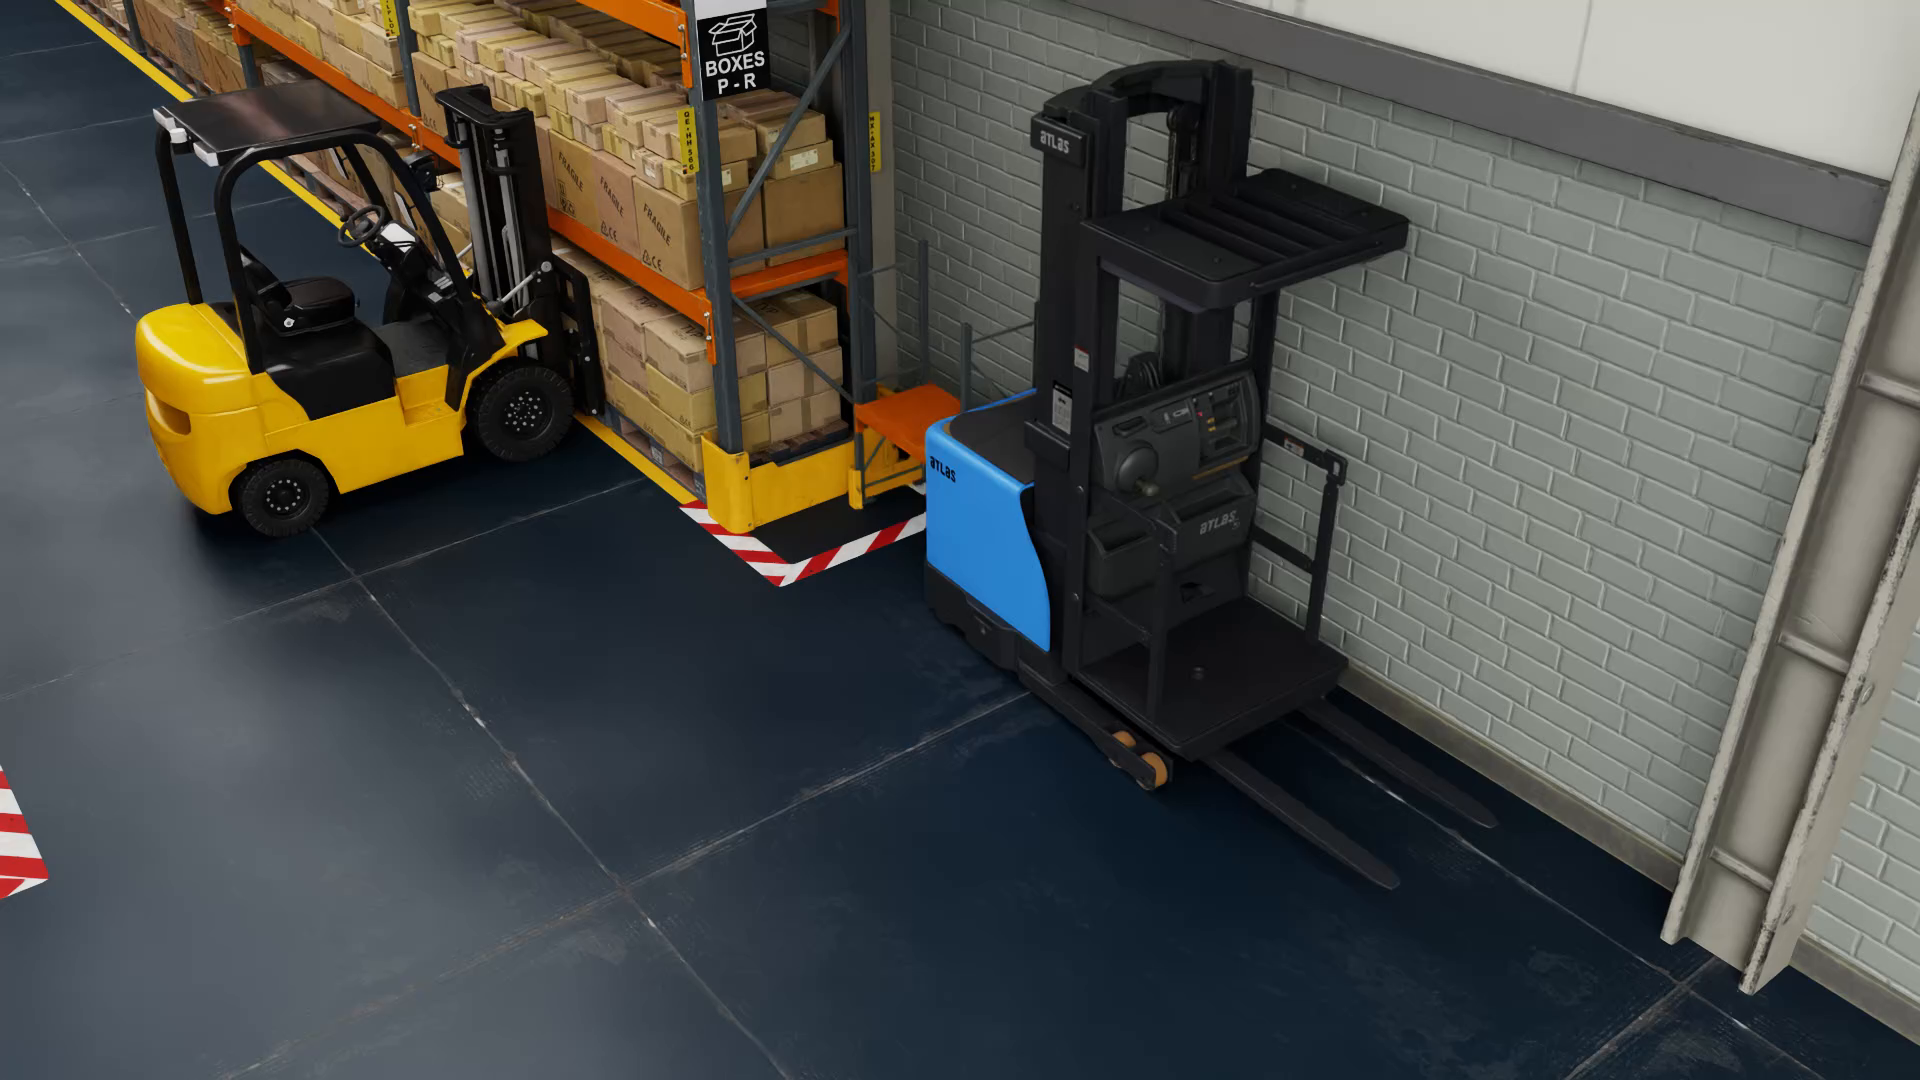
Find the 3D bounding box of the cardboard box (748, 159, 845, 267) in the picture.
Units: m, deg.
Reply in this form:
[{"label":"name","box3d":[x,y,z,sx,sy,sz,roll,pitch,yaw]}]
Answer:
[{"label":"cardboard box","box3d":[-0.998,-1.904,9.377,0.500,0.500,0.500,-21,37,-30]}]

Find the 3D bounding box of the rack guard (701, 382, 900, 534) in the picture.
[{"label":"rack guard","box3d":[-0.898,-0.493,9.570,1.175,0.500,0.348,-22,38,-31]}]

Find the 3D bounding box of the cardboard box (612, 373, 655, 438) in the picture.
[{"label":"cardboard box","box3d":[-1.748,-0.879,10.031,0.500,0.250,0.500,-22,38,-31]}]

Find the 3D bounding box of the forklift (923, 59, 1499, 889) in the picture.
[{"label":"forklift","box3d":[1.087,-0.419,7.147,1.130,2.935,3.031,-21,38,-30]}]

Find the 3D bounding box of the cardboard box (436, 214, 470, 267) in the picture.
[{"label":"cardboard box","box3d":[-3.313,-2.153,11.608,0.500,0.250,0.500,-22,38,-32]}]

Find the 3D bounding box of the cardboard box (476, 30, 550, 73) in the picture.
[{"label":"cardboard box","box3d":[-2.752,-3.024,10.285,0.380,0.149,0.250,-23,39,-32]}]

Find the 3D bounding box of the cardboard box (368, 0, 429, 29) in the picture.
[{"label":"cardboard box","box3d":[-3.923,-3.722,11.691,0.380,0.149,0.250,-23,38,-32]}]

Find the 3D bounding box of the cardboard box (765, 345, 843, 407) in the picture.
[{"label":"cardboard box","box3d":[-1.037,-1.051,9.833,0.500,0.250,0.500,-21,38,-31]}]

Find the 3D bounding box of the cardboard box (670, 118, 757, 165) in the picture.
[{"label":"cardboard box","box3d":[-1.299,-2.090,8.781,0.380,0.149,0.250,-22,38,-31]}]

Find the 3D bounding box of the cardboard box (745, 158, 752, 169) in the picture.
[{"label":"cardboard box","box3d":[-1.118,-2.191,9.224,0.380,0.149,0.250,-22,38,-31]}]

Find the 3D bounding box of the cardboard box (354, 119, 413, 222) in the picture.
[{"label":"cardboard box","box3d":[-4.165,-2.941,12.995,0.875,0.625,0.625,-23,38,-32]}]

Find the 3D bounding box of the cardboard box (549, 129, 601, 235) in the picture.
[{"label":"cardboard box","box3d":[-2.048,-2.160,9.790,0.500,0.500,0.500,-23,39,-32]}]

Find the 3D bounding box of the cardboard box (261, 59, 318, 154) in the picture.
[{"label":"cardboard box","box3d":[-5.447,-3.804,14.385,0.875,0.625,0.625,-21,38,-30]}]

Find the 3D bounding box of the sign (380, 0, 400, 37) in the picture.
[{"label":"sign","box3d":[-3.789,-3.511,11.037,0.100,0.325,0.005,-22,38,-31]}]

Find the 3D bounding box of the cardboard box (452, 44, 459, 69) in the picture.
[{"label":"cardboard box","box3d":[-3.036,-3.125,10.729,0.380,0.149,0.250,-22,38,-31]}]

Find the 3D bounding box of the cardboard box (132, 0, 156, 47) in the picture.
[{"label":"cardboard box","box3d":[-8.153,-5.408,17.086,0.500,0.500,0.500,-20,37,-29]}]

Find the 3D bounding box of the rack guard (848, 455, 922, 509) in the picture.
[{"label":"rack guard","box3d":[-0.384,-0.386,9.635,0.587,0.250,0.087,-21,38,-30]}]

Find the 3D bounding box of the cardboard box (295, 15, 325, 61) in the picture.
[{"label":"cardboard box","box3d":[-4.797,-3.931,12.878,0.500,0.250,0.500,-21,37,-30]}]

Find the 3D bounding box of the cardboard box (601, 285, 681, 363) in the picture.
[{"label":"cardboard box","box3d":[-1.760,-1.302,9.764,0.500,0.250,0.500,-22,38,-31]}]

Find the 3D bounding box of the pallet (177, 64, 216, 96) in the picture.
[{"label":"pallet","box3d":[-6.991,-4.546,16.369,1.003,0.211,1.213,-22,38,-31]}]

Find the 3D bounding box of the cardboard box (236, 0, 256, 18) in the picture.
[{"label":"cardboard box","box3d":[-5.740,-4.571,13.909,0.500,0.250,0.500,-22,38,-31]}]

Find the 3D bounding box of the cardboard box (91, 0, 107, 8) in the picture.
[{"label":"cardboard box","box3d":[-9.294,-6.263,18.462,0.700,0.500,0.500,-24,39,-33]}]

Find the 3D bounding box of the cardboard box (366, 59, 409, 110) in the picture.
[{"label":"cardboard box","box3d":[-3.882,-3.294,11.852,0.500,0.250,0.500,-21,38,-30]}]

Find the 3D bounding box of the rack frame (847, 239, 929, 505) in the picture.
[{"label":"rack frame","box3d":[-0.385,-0.918,9.306,0.500,1.500,0.032,-21,38,-30]}]

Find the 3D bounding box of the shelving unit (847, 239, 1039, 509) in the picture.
[{"label":"shelving unit","box3d":[-0.091,-0.705,8.964,0.587,1.500,1.083,-21,38,-30]}]

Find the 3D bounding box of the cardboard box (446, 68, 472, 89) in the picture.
[{"label":"cardboard box","box3d":[-2.968,-2.793,10.810,0.500,0.500,0.500,-22,38,-31]}]

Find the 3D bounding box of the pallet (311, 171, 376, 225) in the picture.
[{"label":"pallet","box3d":[-4.601,-2.851,13.640,1.003,0.211,1.213,-22,38,-31]}]

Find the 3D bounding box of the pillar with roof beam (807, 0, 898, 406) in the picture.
[{"label":"pillar with roof beam","box3d":[-4.029,-3.302,6.038,9.100,9.000,0.400,-22,38,-31]}]

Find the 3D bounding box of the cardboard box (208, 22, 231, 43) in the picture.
[{"label":"cardboard box","box3d":[-6.640,-4.643,15.239,0.380,0.149,0.250,-24,39,-33]}]

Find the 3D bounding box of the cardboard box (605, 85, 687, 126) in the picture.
[{"label":"cardboard box","box3d":[-1.751,-2.411,9.298,0.380,0.149,0.250,-22,38,-31]}]

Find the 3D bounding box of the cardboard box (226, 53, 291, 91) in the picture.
[{"label":"cardboard box","box3d":[-6.248,-4.122,15.015,0.500,0.500,0.500,-21,38,-30]}]

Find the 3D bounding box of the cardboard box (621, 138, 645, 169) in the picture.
[{"label":"cardboard box","box3d":[-1.638,-2.162,9.178,0.380,0.149,0.250,-21,38,-31]}]

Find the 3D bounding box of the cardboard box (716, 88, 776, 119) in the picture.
[{"label":"cardboard box","box3d":[-1.257,-2.444,9.350,0.380,0.149,0.250,-21,38,-31]}]

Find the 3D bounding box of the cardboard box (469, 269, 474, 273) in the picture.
[{"label":"cardboard box","box3d":[-3.007,-1.727,11.396,0.500,0.250,0.500,-23,39,-32]}]

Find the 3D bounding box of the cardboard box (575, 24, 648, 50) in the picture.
[{"label":"cardboard box","box3d":[-2.172,-3.097,10.402,0.380,0.149,0.250,-23,38,-32]}]

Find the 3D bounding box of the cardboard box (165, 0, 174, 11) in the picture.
[{"label":"cardboard box","box3d":[-7.562,-5.303,16.301,0.380,0.149,0.250,-22,38,-32]}]

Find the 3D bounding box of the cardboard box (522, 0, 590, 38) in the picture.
[{"label":"cardboard box","box3d":[-2.637,-3.417,10.917,0.380,0.149,0.250,-23,38,-32]}]

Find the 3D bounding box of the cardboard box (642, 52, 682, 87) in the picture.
[{"label":"cardboard box","box3d":[-1.662,-2.795,9.915,0.380,0.149,0.250,-23,39,-32]}]

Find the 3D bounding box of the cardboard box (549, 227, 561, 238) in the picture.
[{"label":"cardboard box","box3d":[-2.697,-1.944,10.797,0.500,0.250,0.500,-21,37,-30]}]

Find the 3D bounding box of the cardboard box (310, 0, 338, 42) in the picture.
[{"label":"cardboard box","box3d":[-4.499,-3.930,12.402,0.500,0.250,0.500,-21,38,-30]}]

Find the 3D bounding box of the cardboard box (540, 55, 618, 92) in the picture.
[{"label":"cardboard box","box3d":[-2.244,-2.728,9.807,0.380,0.149,0.250,-22,38,-31]}]

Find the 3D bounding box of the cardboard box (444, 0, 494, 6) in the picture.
[{"label":"cardboard box","box3d":[-3.412,-3.766,11.761,0.380,0.149,0.250,-23,39,-32]}]

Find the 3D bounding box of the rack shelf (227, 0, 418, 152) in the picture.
[{"label":"rack shelf","box3d":[-4.592,-3.760,13.143,1.077,0.370,4.000,-22,38,-31]}]

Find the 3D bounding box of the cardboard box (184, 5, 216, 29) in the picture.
[{"label":"cardboard box","box3d":[-7.113,-4.977,15.776,0.380,0.149,0.250,-24,39,-34]}]

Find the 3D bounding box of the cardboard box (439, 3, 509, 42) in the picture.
[{"label":"cardboard box","box3d":[-3.159,-3.373,10.847,0.380,0.149,0.250,-22,38,-31]}]

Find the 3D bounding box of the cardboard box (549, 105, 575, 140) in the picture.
[{"label":"cardboard box","box3d":[-2.153,-2.464,9.664,0.380,0.149,0.250,-22,38,-31]}]

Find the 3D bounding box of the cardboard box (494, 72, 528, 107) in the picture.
[{"label":"cardboard box","box3d":[-2.616,-2.789,10.188,0.380,0.149,0.250,-24,39,-33]}]

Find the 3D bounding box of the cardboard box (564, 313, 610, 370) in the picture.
[{"label":"cardboard box","box3d":[-2.091,-1.310,10.251,0.500,0.250,0.500,-23,39,-32]}]

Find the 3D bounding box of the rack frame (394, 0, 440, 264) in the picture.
[{"label":"rack frame","box3d":[-3.366,-3.232,11.611,1.000,3.000,0.127,-22,38,-31]}]

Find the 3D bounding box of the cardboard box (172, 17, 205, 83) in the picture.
[{"label":"cardboard box","box3d":[-7.203,-4.762,16.045,0.500,0.500,0.500,-24,39,-33]}]

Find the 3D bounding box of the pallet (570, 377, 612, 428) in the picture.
[{"label":"pallet","box3d":[-2.159,-1.194,10.972,1.003,0.211,1.213,-22,38,-31]}]

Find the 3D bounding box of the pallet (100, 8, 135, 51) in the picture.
[{"label":"pallet","box3d":[-8.692,-5.668,18.176,1.003,0.211,1.213,-22,38,-31]}]
